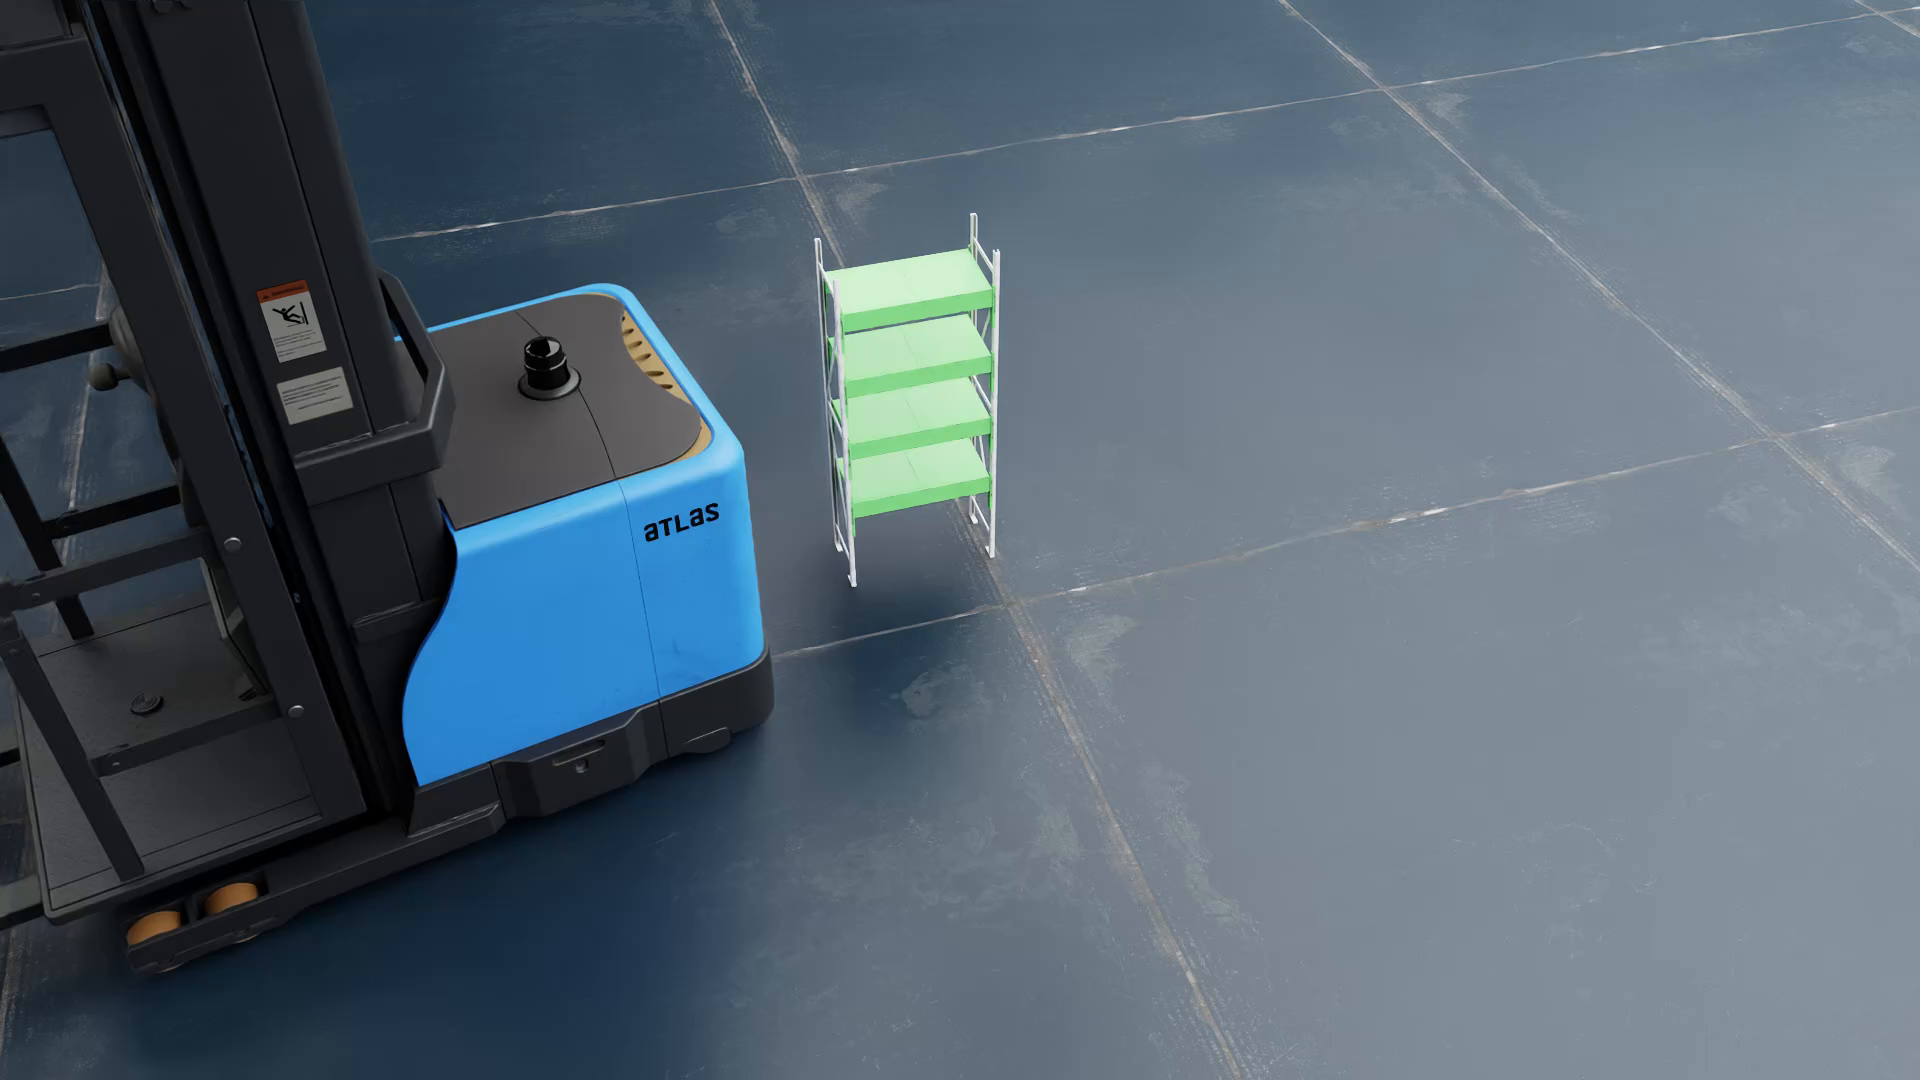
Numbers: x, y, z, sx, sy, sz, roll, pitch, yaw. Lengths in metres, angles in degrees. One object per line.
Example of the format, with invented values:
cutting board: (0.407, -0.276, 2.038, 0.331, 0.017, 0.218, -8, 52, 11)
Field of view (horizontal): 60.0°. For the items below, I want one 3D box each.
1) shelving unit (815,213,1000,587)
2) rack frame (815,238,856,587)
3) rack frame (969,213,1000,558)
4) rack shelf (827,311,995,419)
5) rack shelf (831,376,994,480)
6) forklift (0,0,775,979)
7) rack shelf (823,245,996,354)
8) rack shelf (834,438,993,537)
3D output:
shelving unit: (-0.158, -0.419, 5.318, 0.503, 1.200, 0.258, -12, 42, -13)
rack frame: (-0.391, -0.371, 5.263, 0.015, 1.200, 0.240, -12, 42, -13)
rack frame: (0.075, -0.467, 5.373, 0.015, 1.200, 0.240, -12, 42, -13)
rack shelf: (-0.158, -0.552, 5.202, 0.480, 0.148, 0.258, -12, 42, -13)
rack shelf: (-0.158, -0.371, 5.360, 0.480, 0.148, 0.258, -12, 42, -13)
forklift: (-2.108, -0.353, 3.927, 3.031, 2.935, 1.130, -20, 45, -21)
rack shelf: (-0.158, -0.732, 5.044, 0.480, 0.148, 0.258, -12, 42, -13)
rack shelf: (-0.158, -0.190, 5.518, 0.480, 0.148, 0.258, -12, 42, -13)
